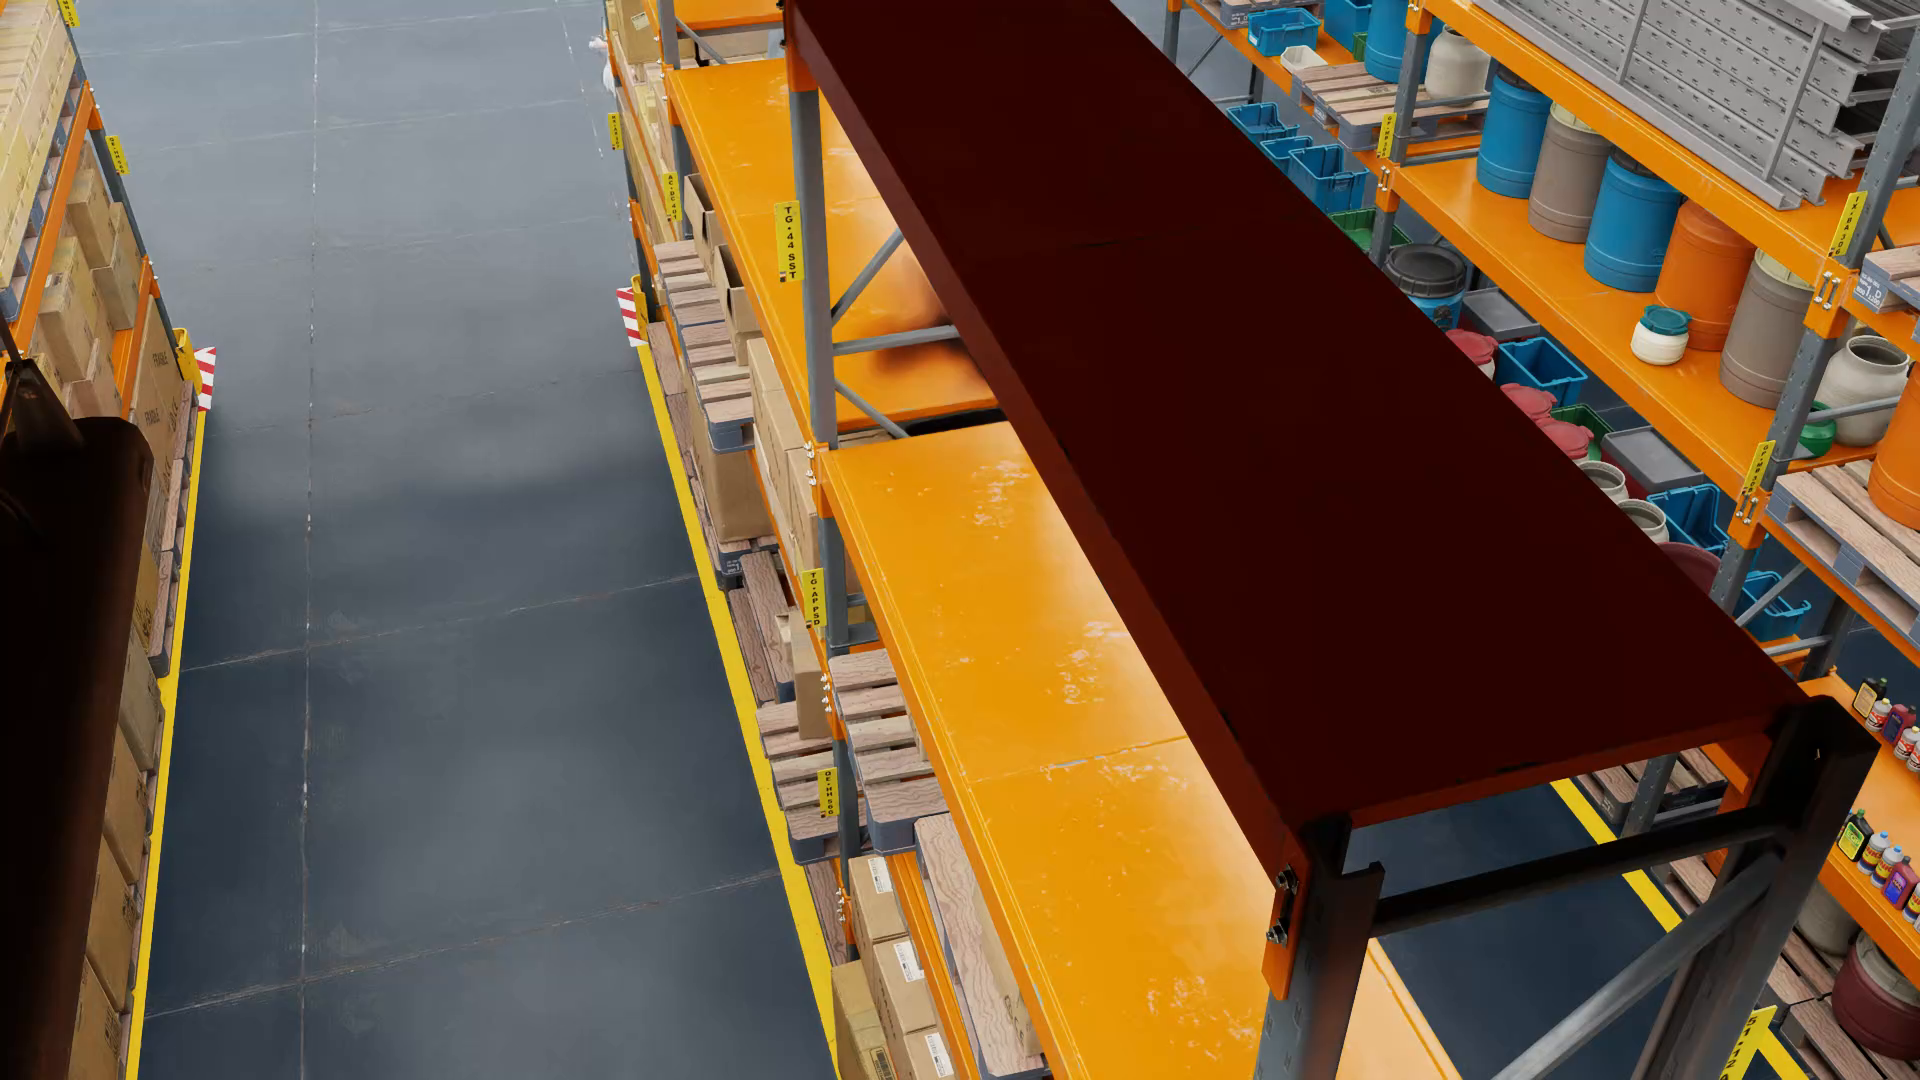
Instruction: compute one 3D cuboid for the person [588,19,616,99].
[{"bbox_3d":[-3.708,-5.272,18.072,0.583,1.741,0.655,5,39,6],"label":"person"}]
